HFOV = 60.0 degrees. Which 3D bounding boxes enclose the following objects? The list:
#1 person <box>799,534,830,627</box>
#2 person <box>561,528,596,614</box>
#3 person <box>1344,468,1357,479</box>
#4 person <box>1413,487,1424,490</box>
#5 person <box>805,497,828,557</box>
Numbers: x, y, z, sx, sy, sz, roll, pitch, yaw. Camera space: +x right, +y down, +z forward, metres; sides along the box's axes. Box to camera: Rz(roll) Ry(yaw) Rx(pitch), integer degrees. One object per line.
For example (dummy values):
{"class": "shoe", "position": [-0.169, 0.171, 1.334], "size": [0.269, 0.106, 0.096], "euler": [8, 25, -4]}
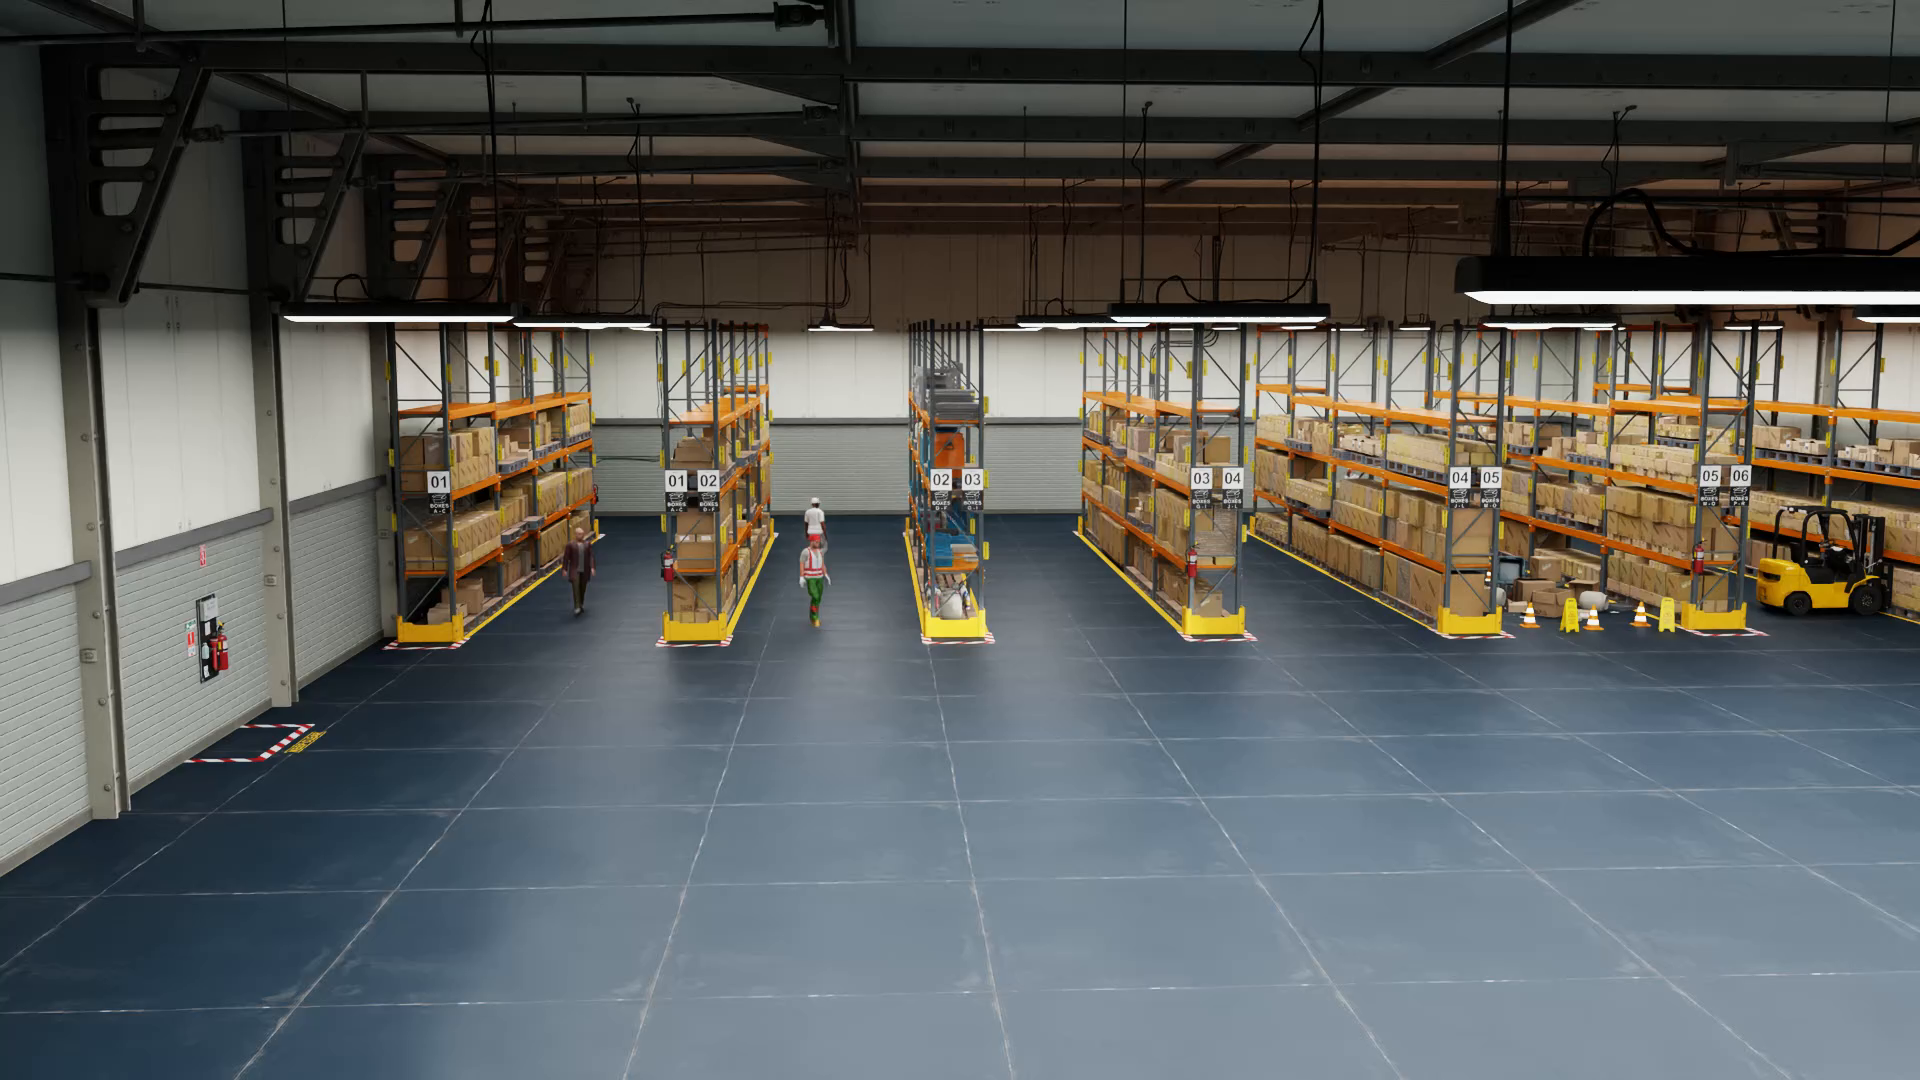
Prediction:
{"class": "person", "position": [-2.852, 0.808, 32.857], "size": [0.509, 1.843, 0.570], "euler": [6, 10, 42]}
{"class": "person", "position": [-7.816, 0.622, 34.138], "size": [0.672, 1.733, 1.039], "euler": [-3, 8, -26]}
{"class": "person", "position": [11.818, -1.398, 50.535], "size": [0.478, 1.801, 0.568], "euler": [-4, 8, -28]}
{"class": "person", "position": [12.651, -0.821, 45.819], "size": [0.638, 1.779, 0.532], "euler": [-4, 8, -30]}
{"class": "person", "position": [-3.522, -0.149, 40.505], "size": [0.609, 1.769, 0.489], "euler": [4, 8, 30]}
